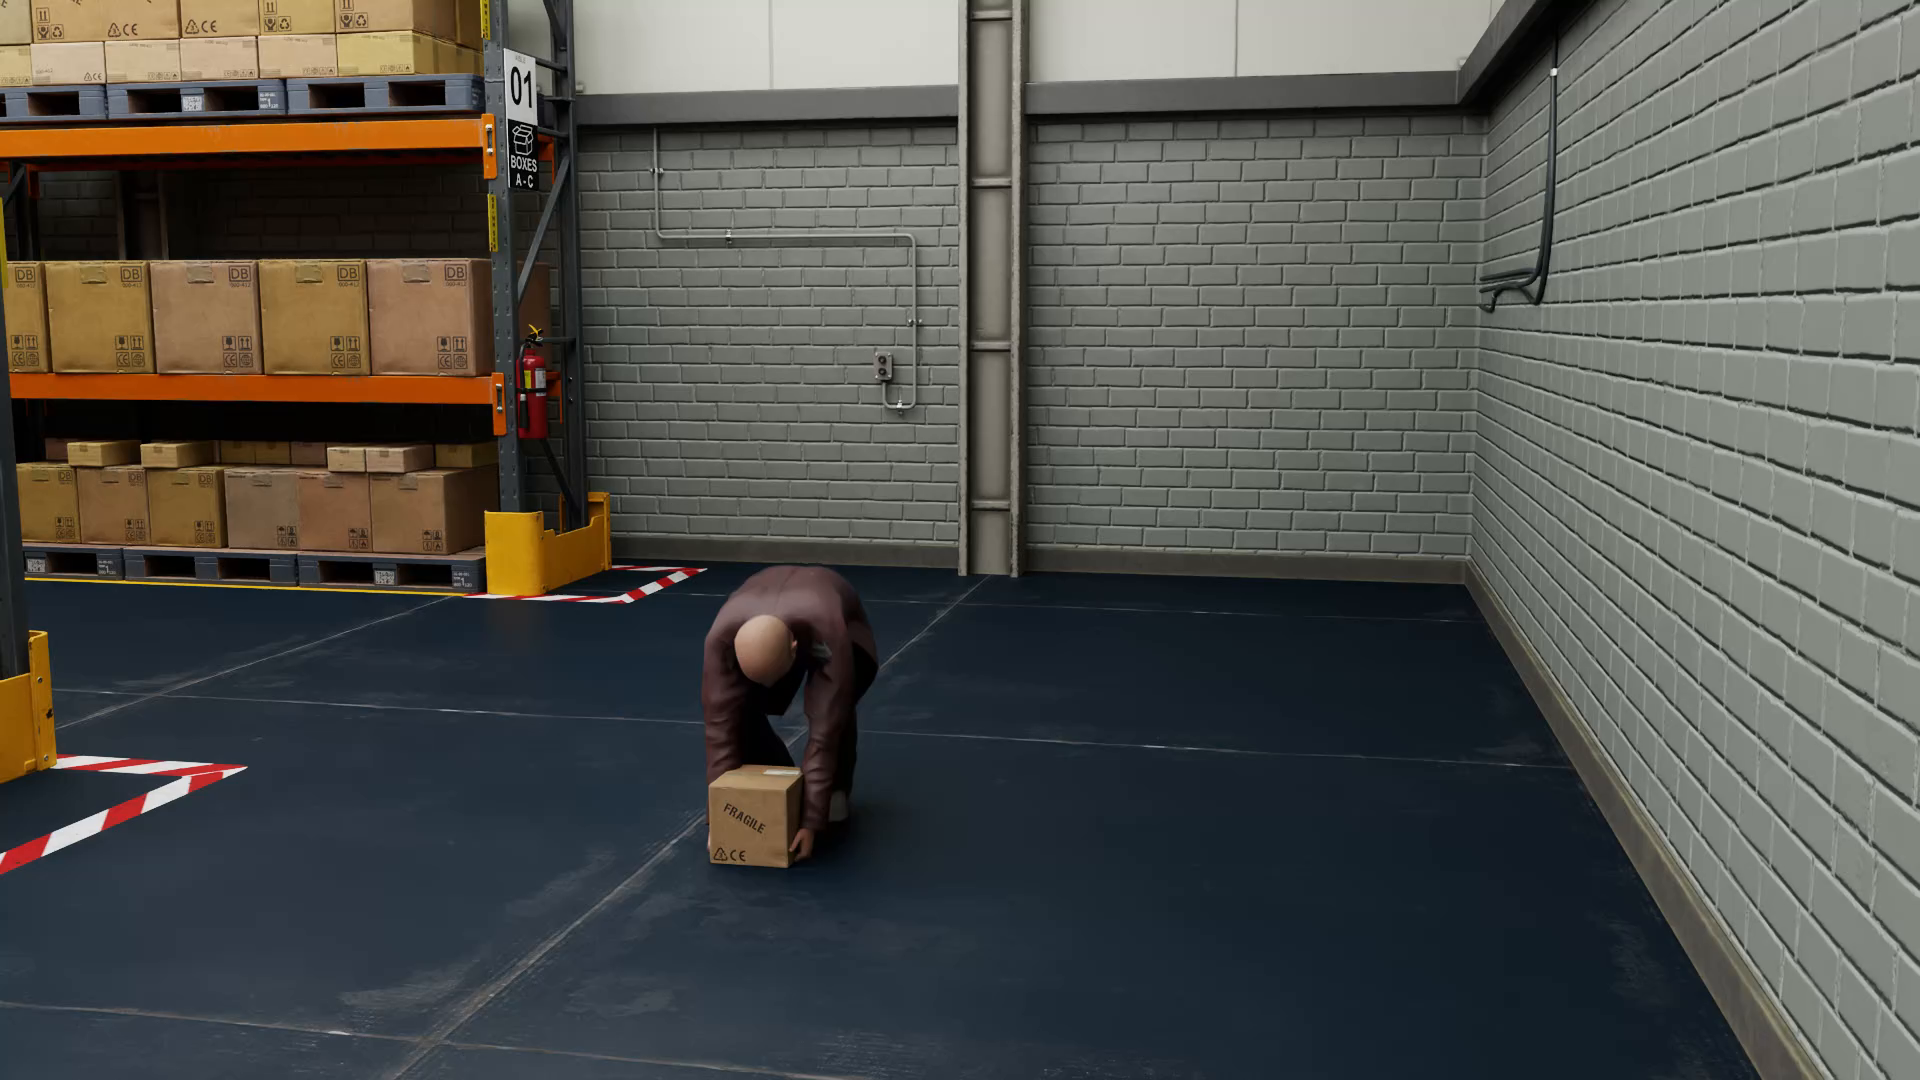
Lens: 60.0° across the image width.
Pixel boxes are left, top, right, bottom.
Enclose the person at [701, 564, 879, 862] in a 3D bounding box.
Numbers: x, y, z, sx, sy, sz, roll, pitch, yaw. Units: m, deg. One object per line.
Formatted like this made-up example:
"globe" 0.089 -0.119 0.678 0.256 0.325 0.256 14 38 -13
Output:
"person" -0.571 0.534 5.478 0.580 0.864 0.951 1 8 9
